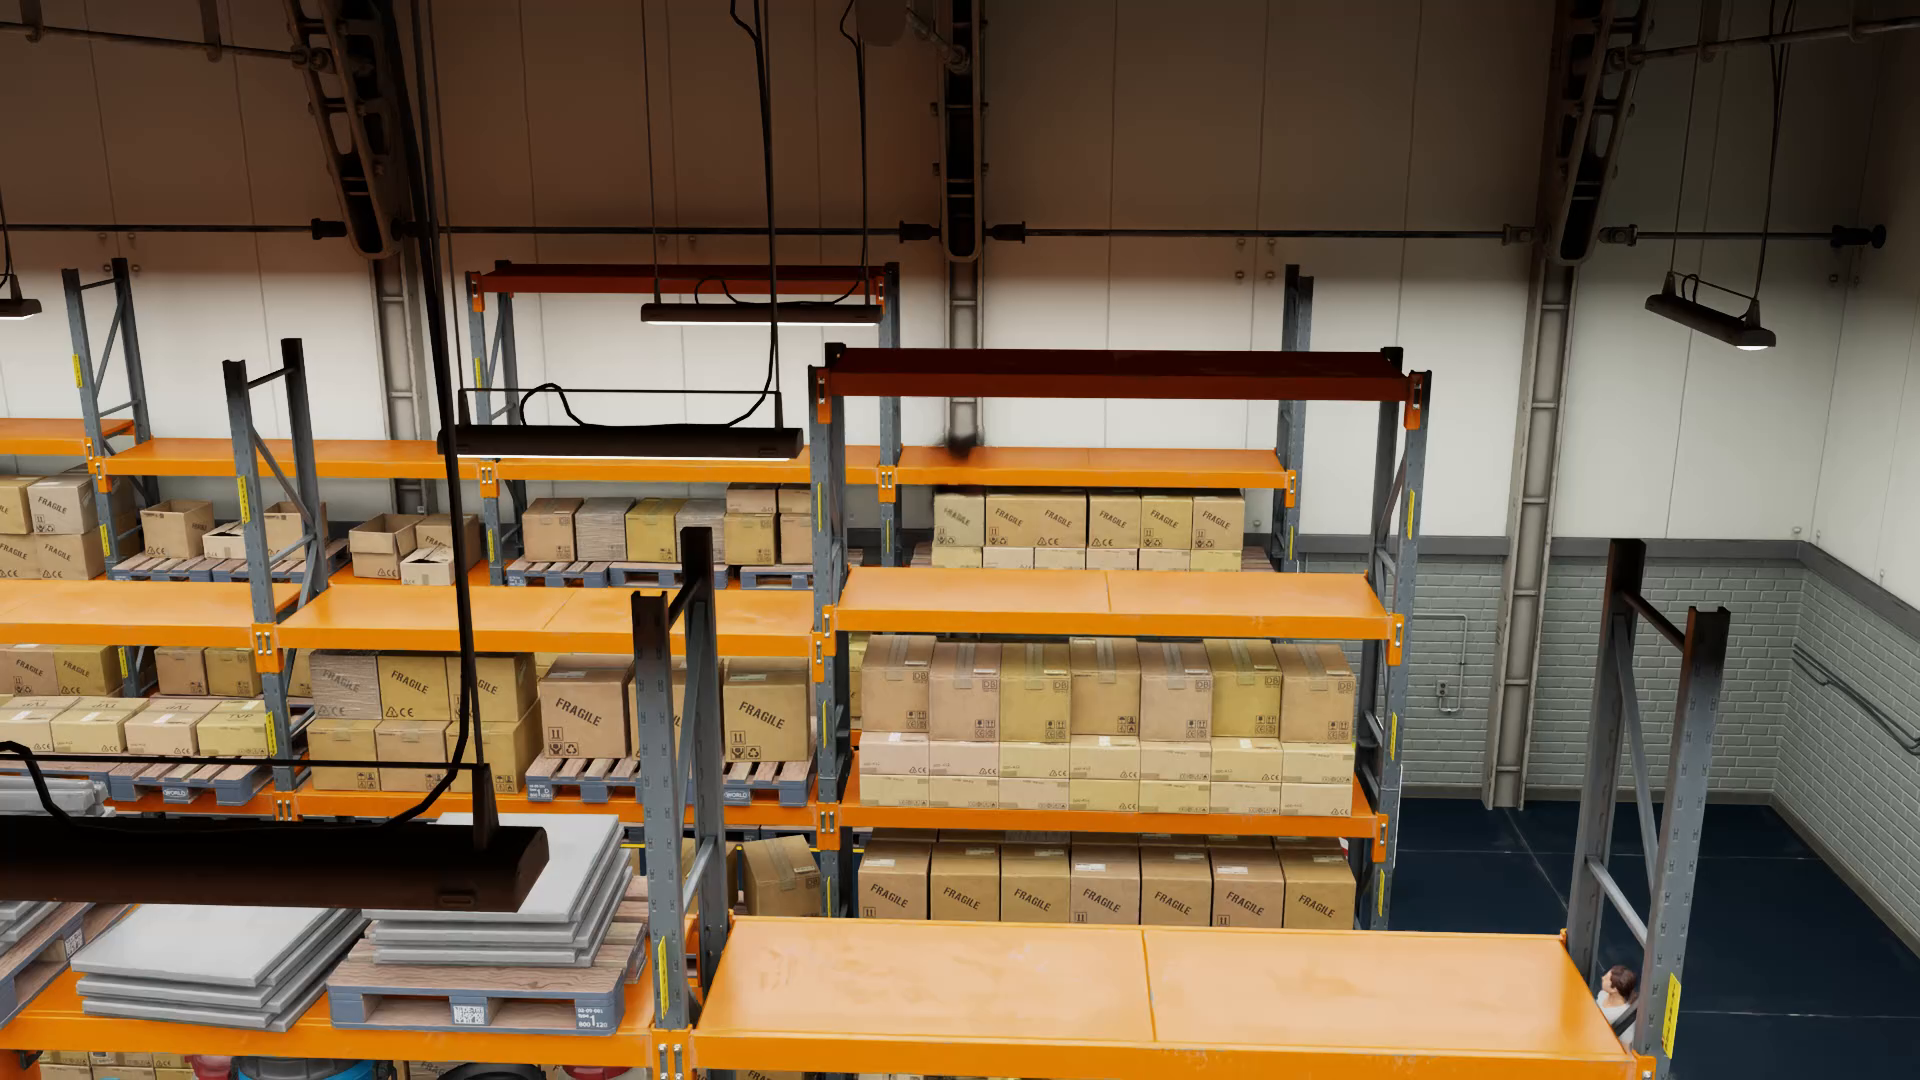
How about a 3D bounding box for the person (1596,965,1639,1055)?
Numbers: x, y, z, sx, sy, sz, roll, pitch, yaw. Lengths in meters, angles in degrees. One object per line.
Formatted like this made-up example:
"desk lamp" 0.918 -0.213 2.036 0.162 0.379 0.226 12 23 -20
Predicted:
"person" 4.769 3.872 12.360 0.967 1.629 0.553 -8 18 -26
